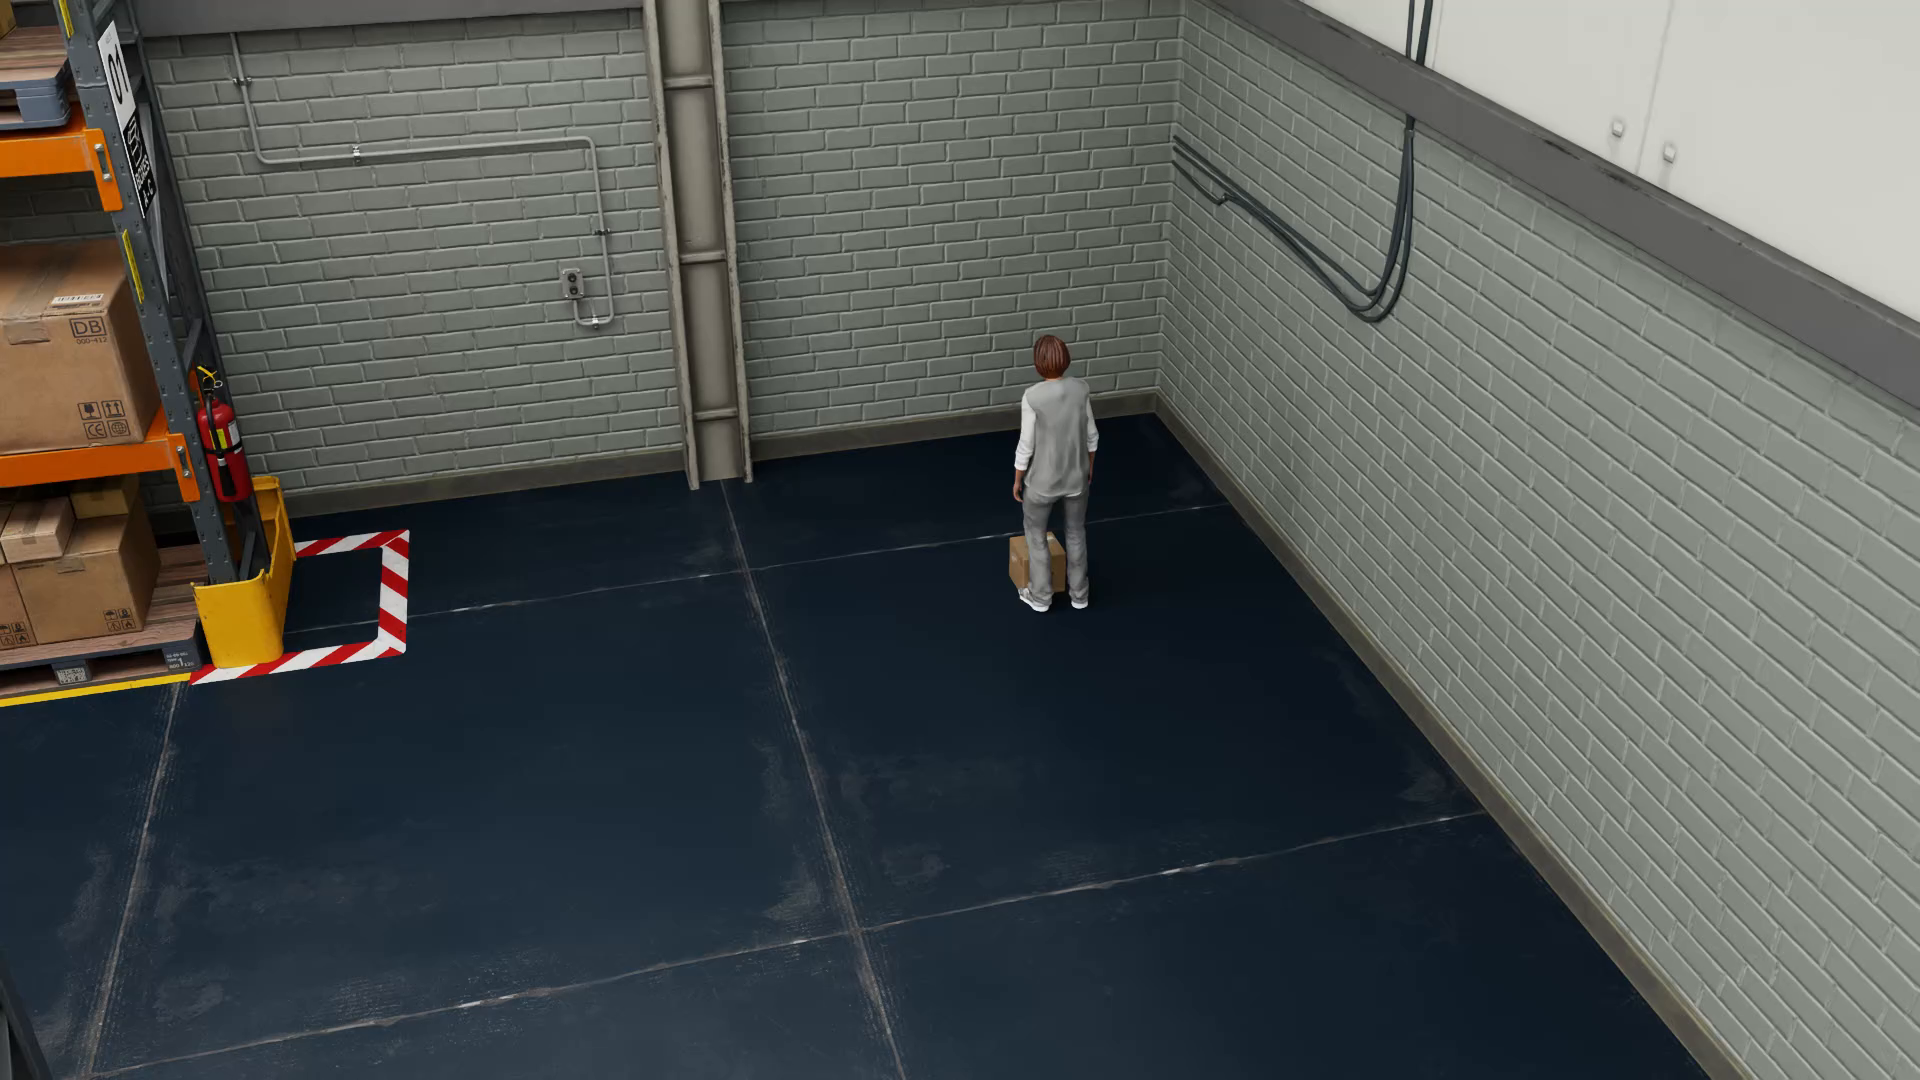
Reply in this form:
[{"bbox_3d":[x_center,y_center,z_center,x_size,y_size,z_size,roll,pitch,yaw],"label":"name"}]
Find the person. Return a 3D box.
[{"bbox_3d":[0.501,-0.328,8.792,0.481,1.591,0.378,-10,32,-16],"label":"person"}]
